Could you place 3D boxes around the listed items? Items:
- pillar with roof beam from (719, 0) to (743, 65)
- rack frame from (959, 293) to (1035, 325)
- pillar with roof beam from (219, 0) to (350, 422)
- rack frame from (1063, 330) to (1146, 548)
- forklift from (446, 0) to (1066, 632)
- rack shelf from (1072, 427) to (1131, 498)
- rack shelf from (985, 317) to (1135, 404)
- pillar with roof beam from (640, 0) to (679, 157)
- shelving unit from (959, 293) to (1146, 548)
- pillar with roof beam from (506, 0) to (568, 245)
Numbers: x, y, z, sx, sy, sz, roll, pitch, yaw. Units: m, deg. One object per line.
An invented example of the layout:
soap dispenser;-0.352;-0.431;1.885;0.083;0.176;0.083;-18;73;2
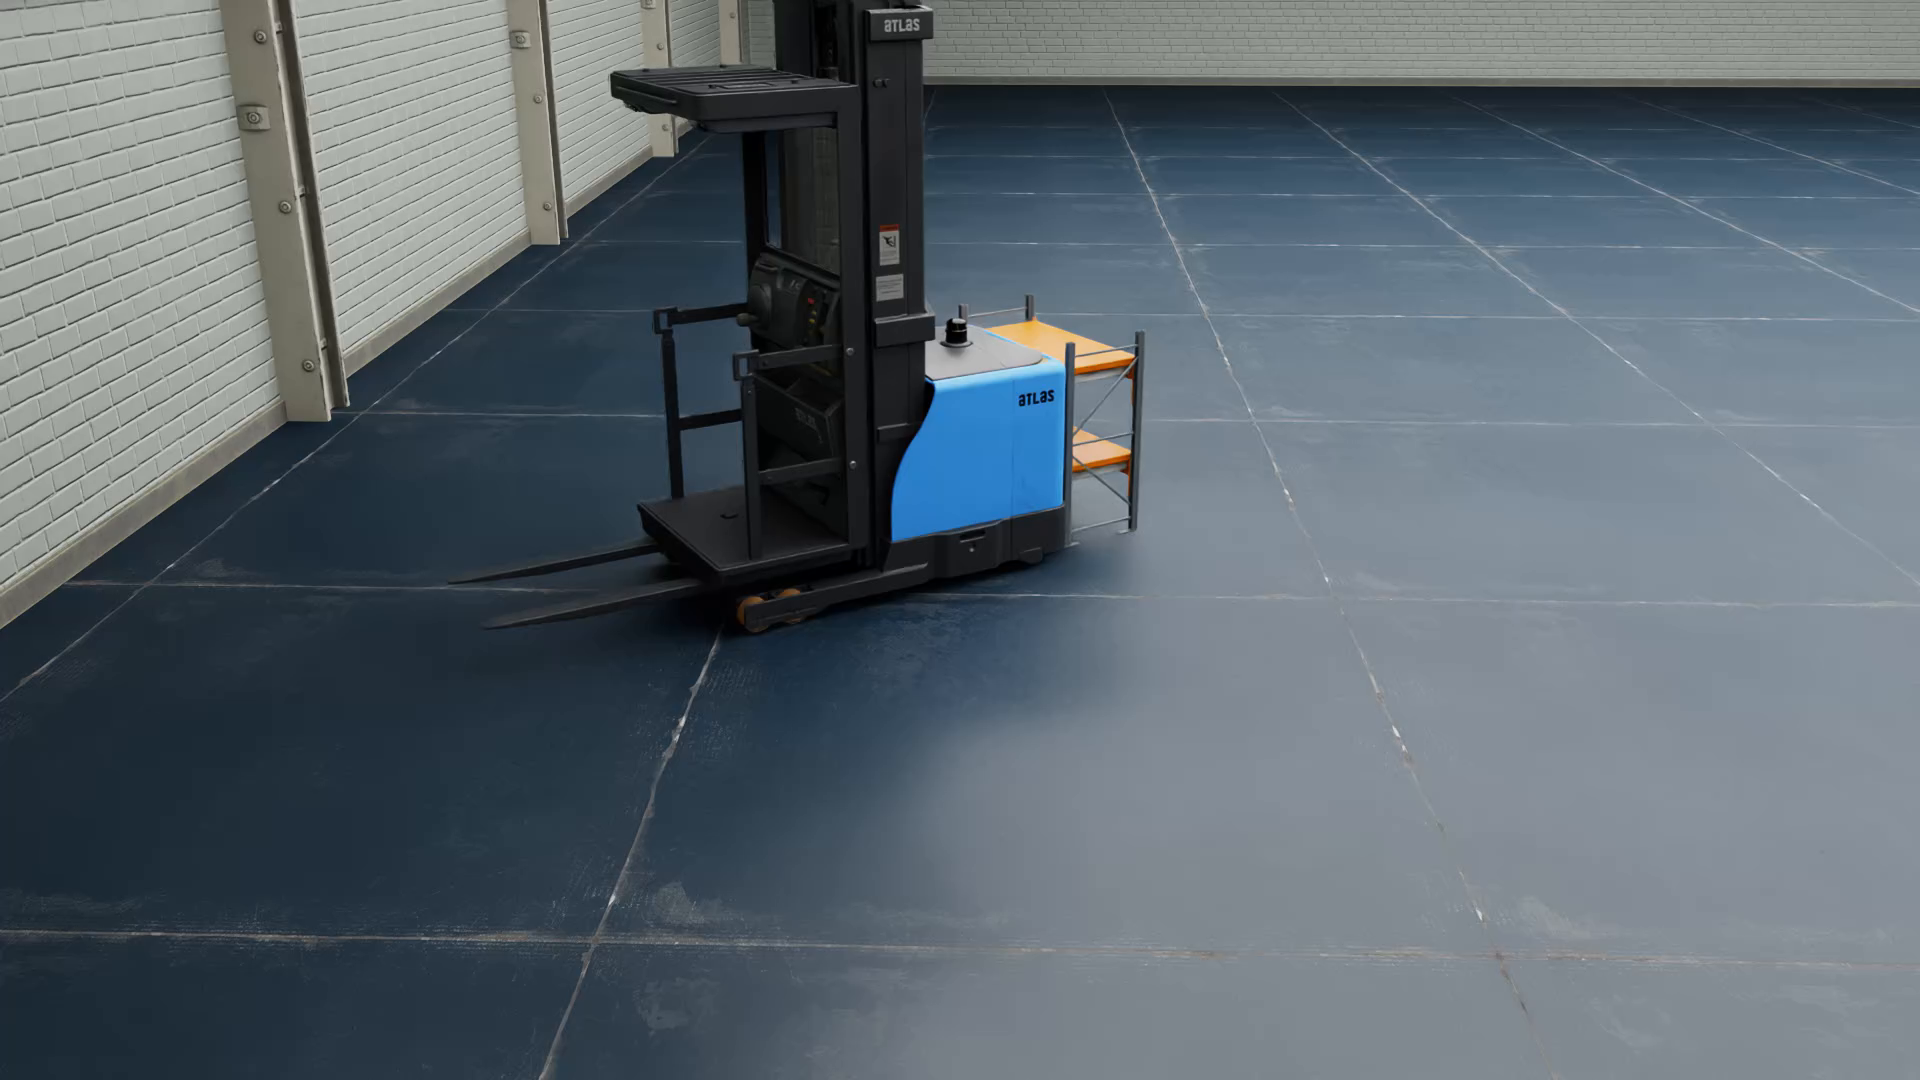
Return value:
pillar with roof beam;0.500;-11.518;26.273;9.100;9.000;0.400;1;21;2
rack frame;0.210;-0.843;9.647;0.500;1.125;0.032;-13;25;-30
pillar with roof beam;-0.048;-5.009;9.499;9.100;9.000;0.400;1;21;2
rack frame;0.760;-0.534;8.849;0.500;1.125;0.032;-13;25;-30
forklift;-0.982;-1.146;7.930;3.031;2.935;1.130;-12;24;-28
rack shelf;0.485;-0.461;9.336;0.538;0.278;1.000;-13;25;-30
rack shelf;0.485;-0.961;9.142;0.538;0.278;1.000;-13;25;-30
pillar with roof beam;0.317;-9.348;20.682;9.100;9.000;0.400;1;21;2
shelving unit;0.485;-0.689;9.248;0.538;1.125;1.048;-13;25;-30
pillar with roof beam;0.135;-7.179;15.090;9.100;9.000;0.400;1;21;2
